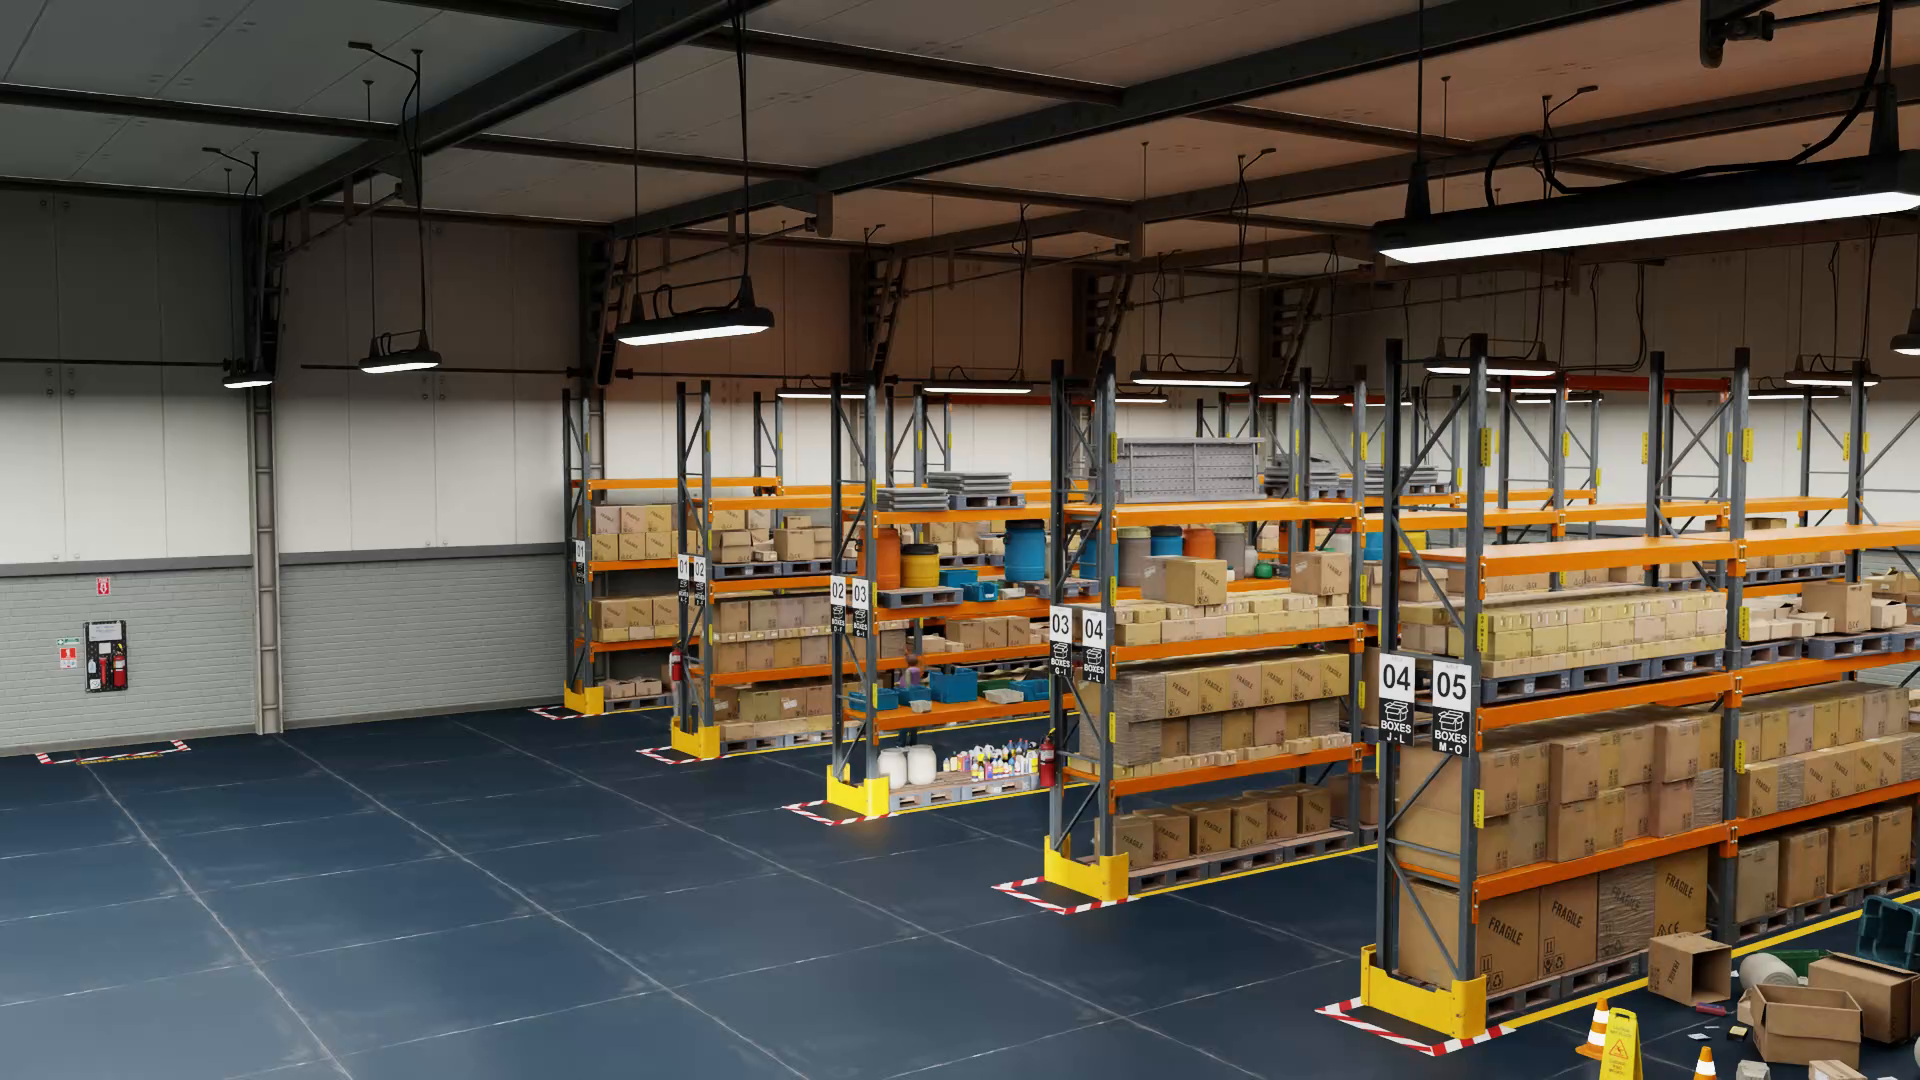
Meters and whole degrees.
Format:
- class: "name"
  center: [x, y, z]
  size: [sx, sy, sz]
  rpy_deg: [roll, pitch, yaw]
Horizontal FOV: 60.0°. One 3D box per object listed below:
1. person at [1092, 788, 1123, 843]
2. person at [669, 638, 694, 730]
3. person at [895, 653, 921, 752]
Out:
- class: "person"
  center: [1.897, 2.978, 20.999]
  size: [0.389, 1.694, 0.482]
  rpy_deg: [2, 4, 29]
- class: "person"
  center: [-4.871, 2.525, 28.983]
  size: [0.437, 1.645, 0.359]
  rpy_deg: [-2, 4, -33]
- class: "person"
  center: [-0.870, 2.636, 26.926]
  size: [0.386, 1.611, 0.532]
  rpy_deg: [2, 4, 31]
